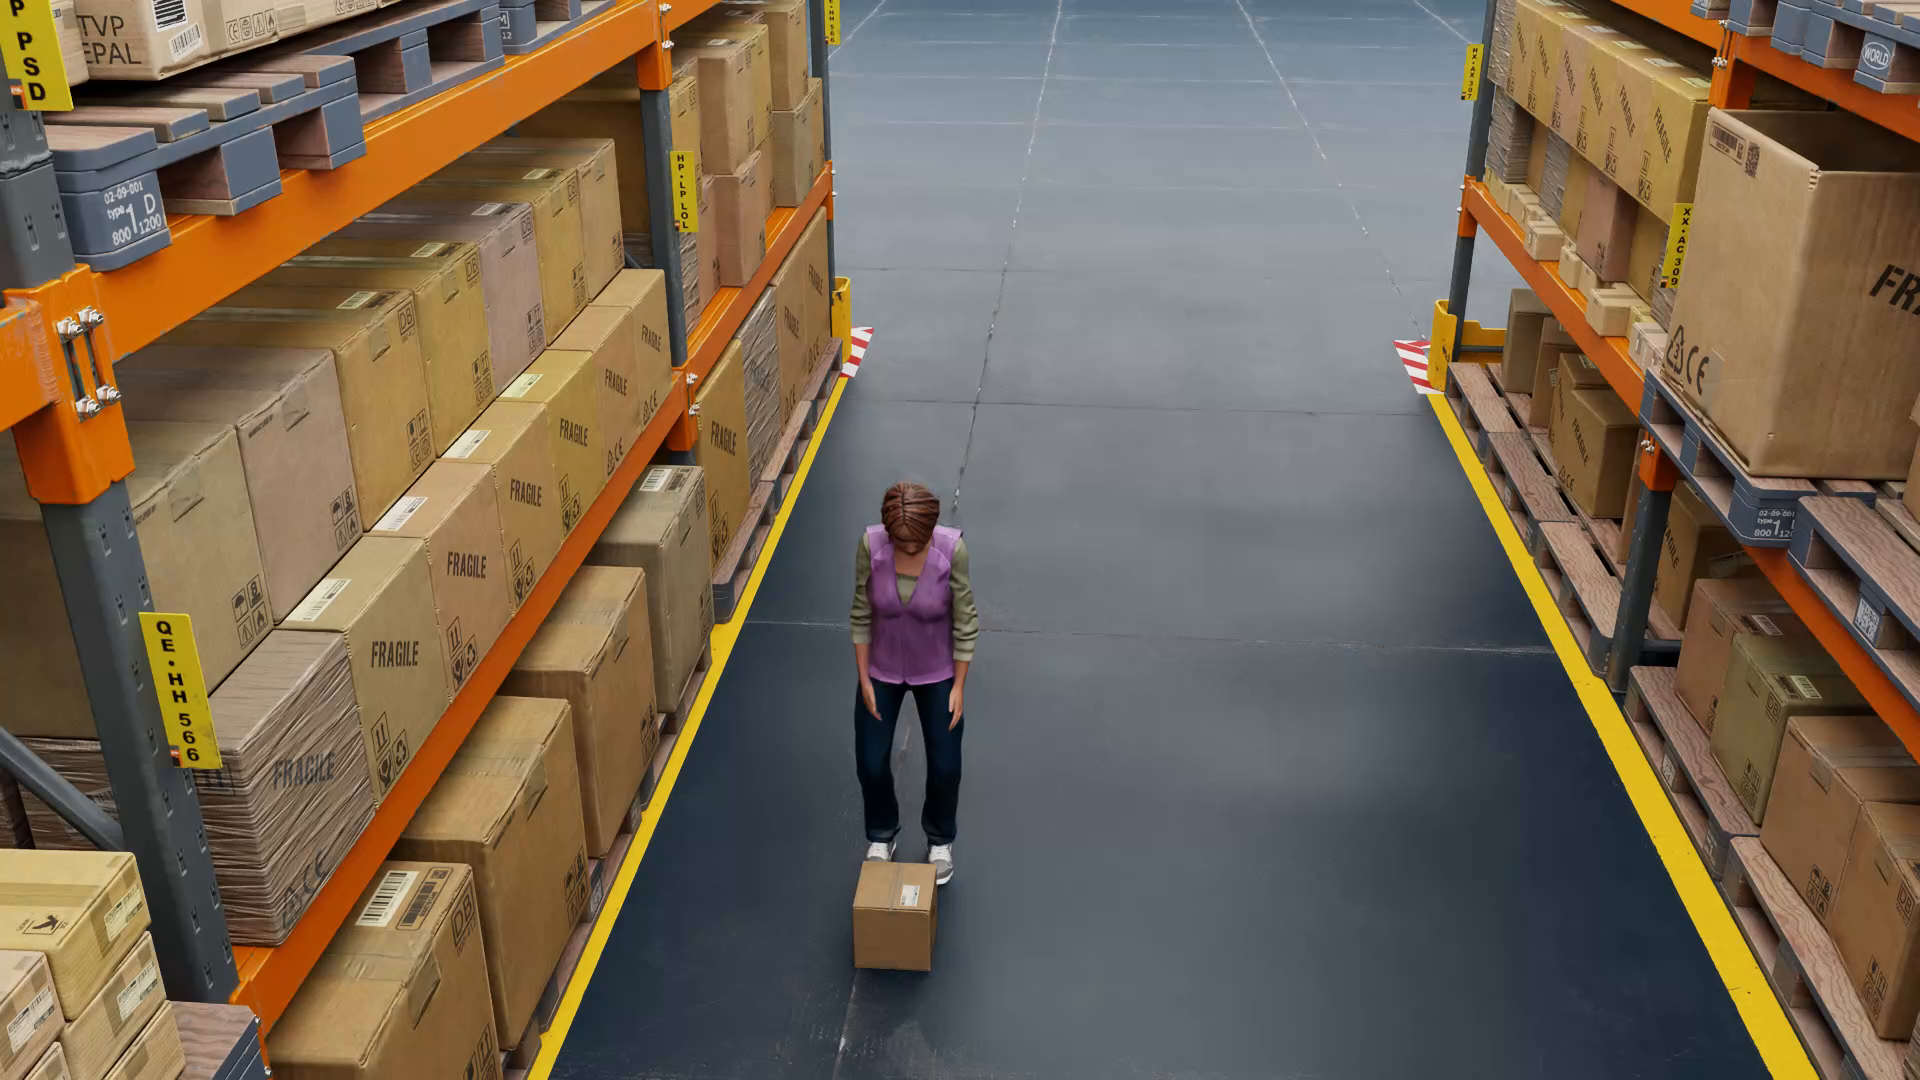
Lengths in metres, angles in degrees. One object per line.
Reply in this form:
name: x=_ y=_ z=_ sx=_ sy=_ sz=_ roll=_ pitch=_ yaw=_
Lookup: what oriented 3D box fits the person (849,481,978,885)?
person: x=-0.152 y=0.485 z=5.672 sx=0.433 sy=1.523 sz=0.417 roll=3 pitch=25 yaw=5
